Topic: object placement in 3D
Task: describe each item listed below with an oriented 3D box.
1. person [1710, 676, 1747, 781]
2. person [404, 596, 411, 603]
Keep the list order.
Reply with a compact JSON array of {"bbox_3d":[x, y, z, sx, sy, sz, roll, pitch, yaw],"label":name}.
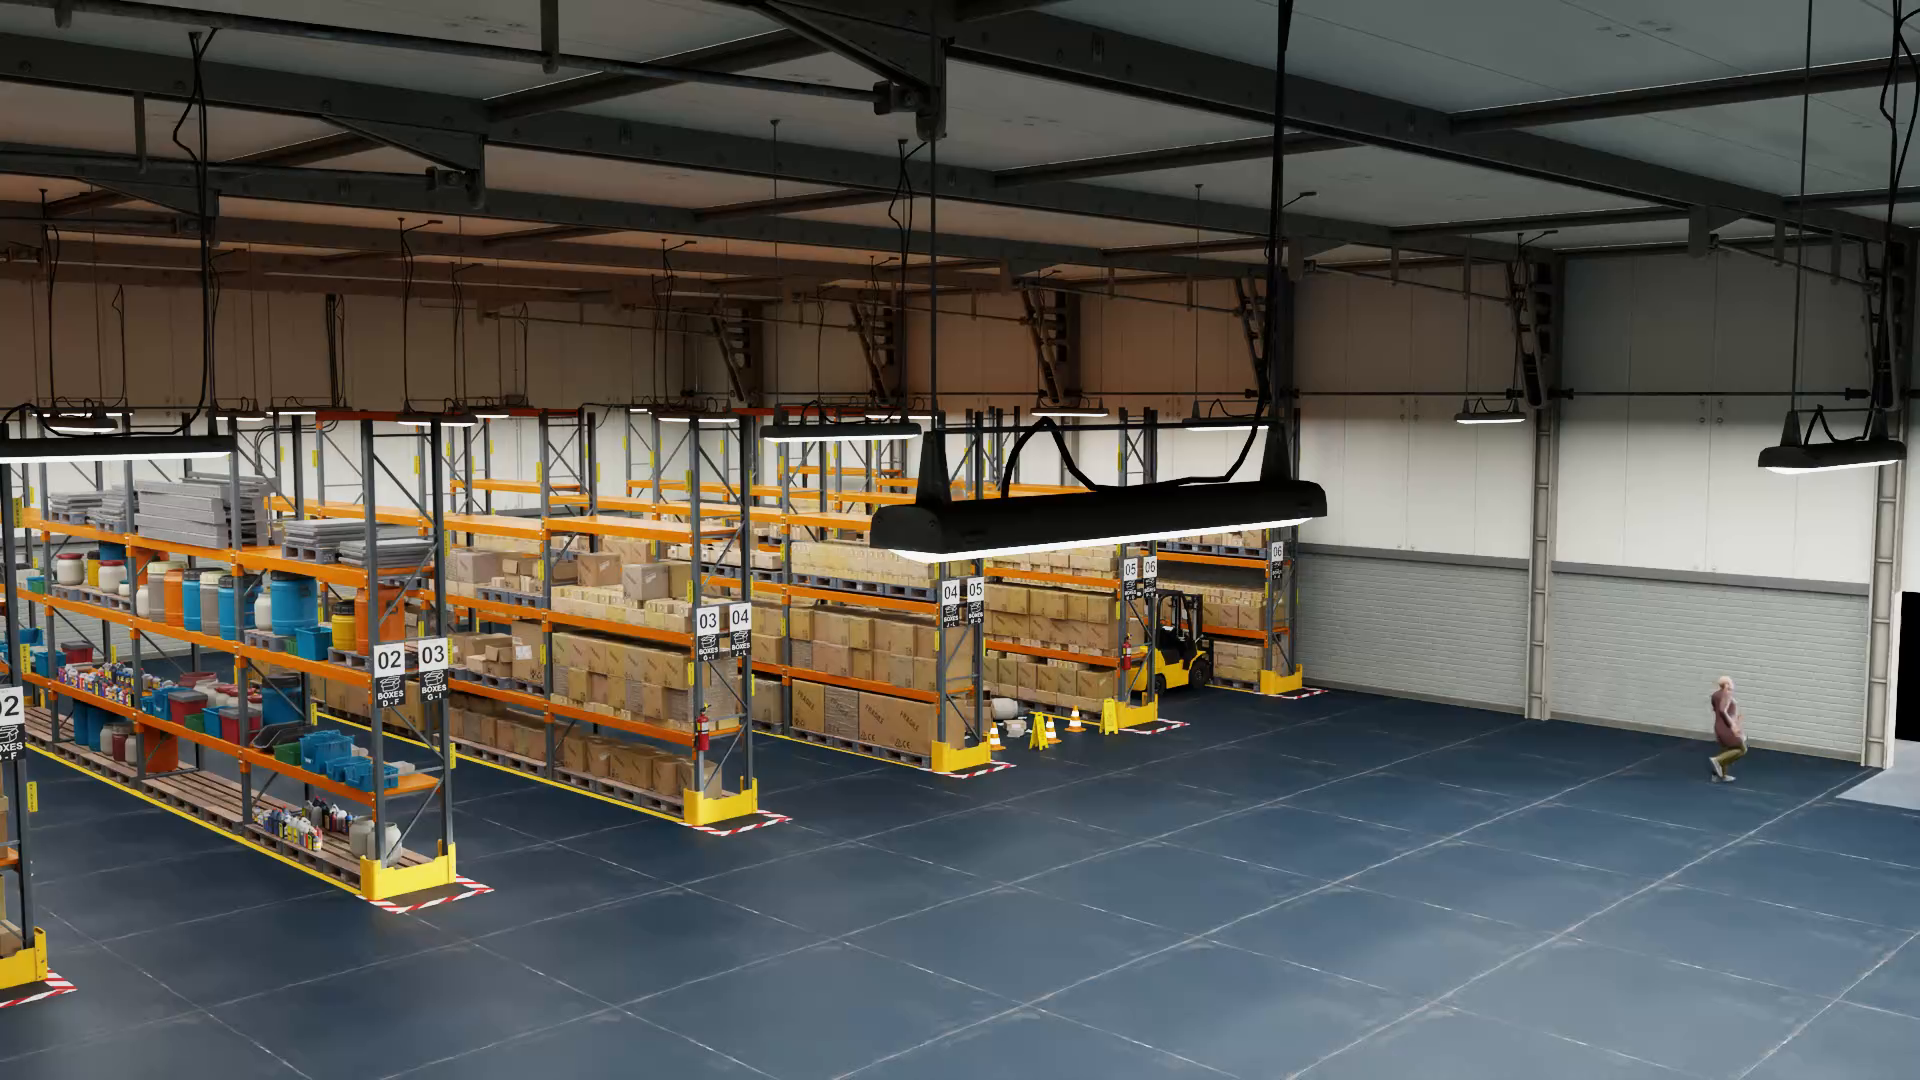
[{"bbox_3d":[12.502,3.073,27.057,0.624,1.731,0.714,0,5,1],"label":"person"},{"bbox_3d":[-12.870,2.107,38.498,0.659,1.665,0.755,-1,5,-6],"label":"person"}]
